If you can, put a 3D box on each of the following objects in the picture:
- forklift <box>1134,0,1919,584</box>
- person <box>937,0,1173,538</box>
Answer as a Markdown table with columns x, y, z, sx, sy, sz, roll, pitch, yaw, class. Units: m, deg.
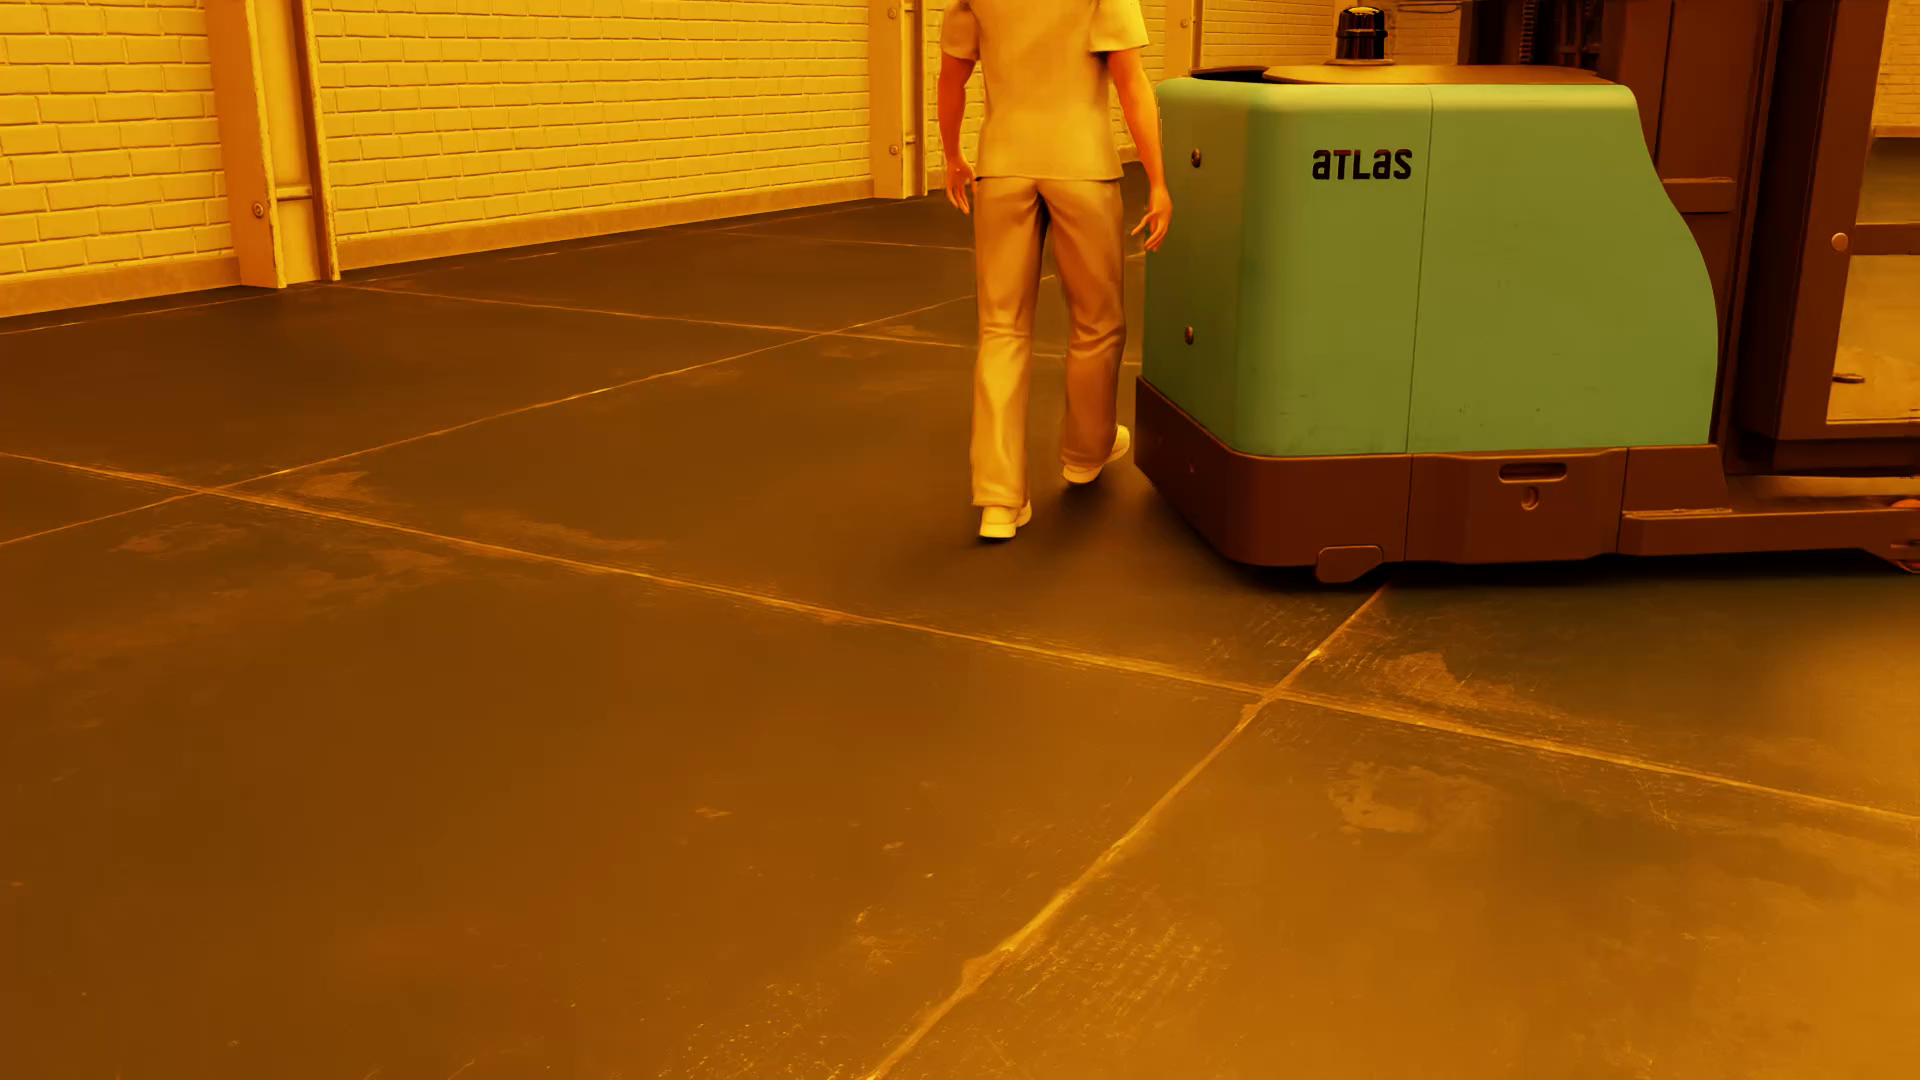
| x | y | z | sx | sy | sz | roll | pitch | yaw | class |
| --- | --- | --- | --- | --- | --- | --- | --- | --- | --- |
| 2.026 | -1.476 | 3.866 | 3.031 | 2.935 | 1.130 | -2 | 17 | -7 | forklift |
| 0.243 | -0.879 | 4.144 | 0.626 | 1.633 | 0.824 | 4 | 17 | 14 | person |
